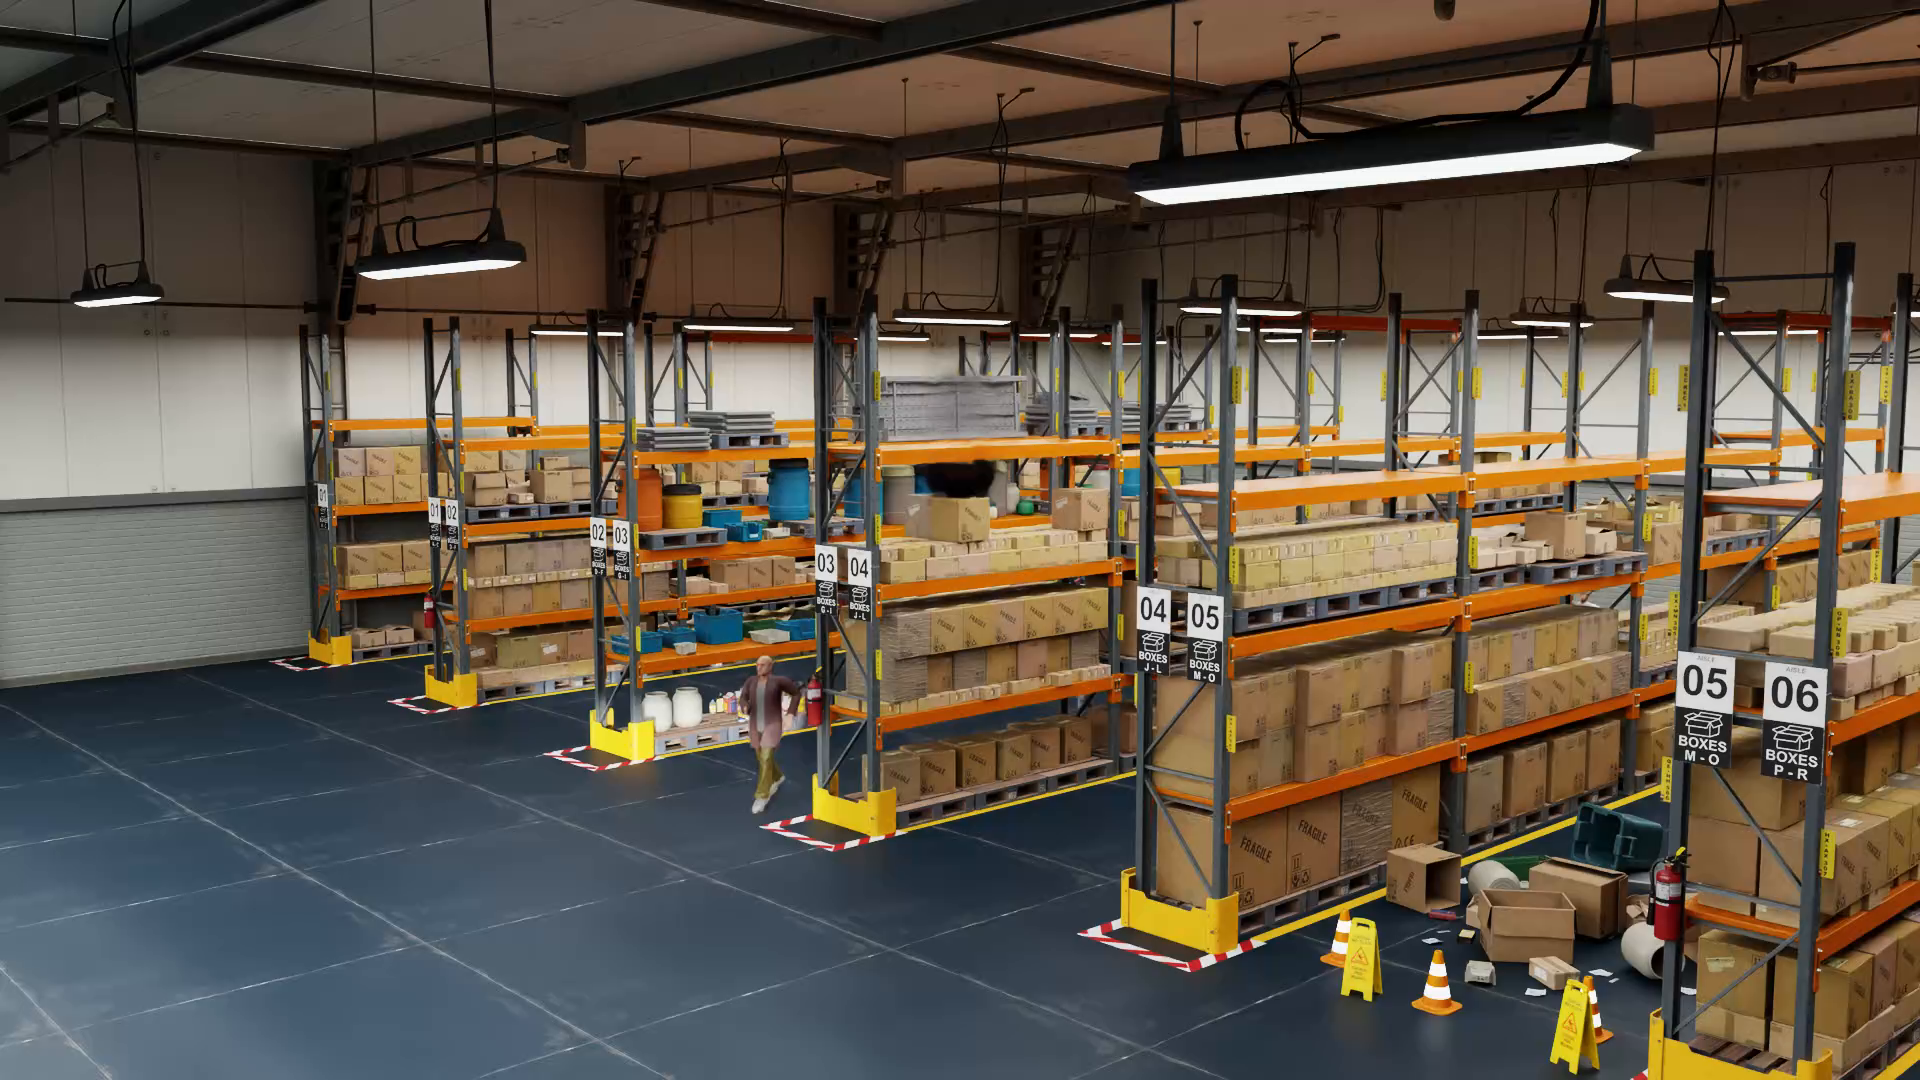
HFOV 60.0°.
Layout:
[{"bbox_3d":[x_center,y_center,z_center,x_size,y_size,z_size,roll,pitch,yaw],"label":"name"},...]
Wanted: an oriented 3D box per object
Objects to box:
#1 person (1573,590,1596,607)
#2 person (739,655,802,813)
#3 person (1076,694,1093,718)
[{"bbox_3d":[10.101,1.596,27.031,0.584,1.751,0.739,5,8,41],"label":"person"},{"bbox_3d":[-2.296,2.275,19.890,0.733,1.833,0.919,3,6,25],"label":"person"},{"bbox_3d":[1.739,1.880,23.605,0.689,1.788,0.912,4,7,37],"label":"person"}]
